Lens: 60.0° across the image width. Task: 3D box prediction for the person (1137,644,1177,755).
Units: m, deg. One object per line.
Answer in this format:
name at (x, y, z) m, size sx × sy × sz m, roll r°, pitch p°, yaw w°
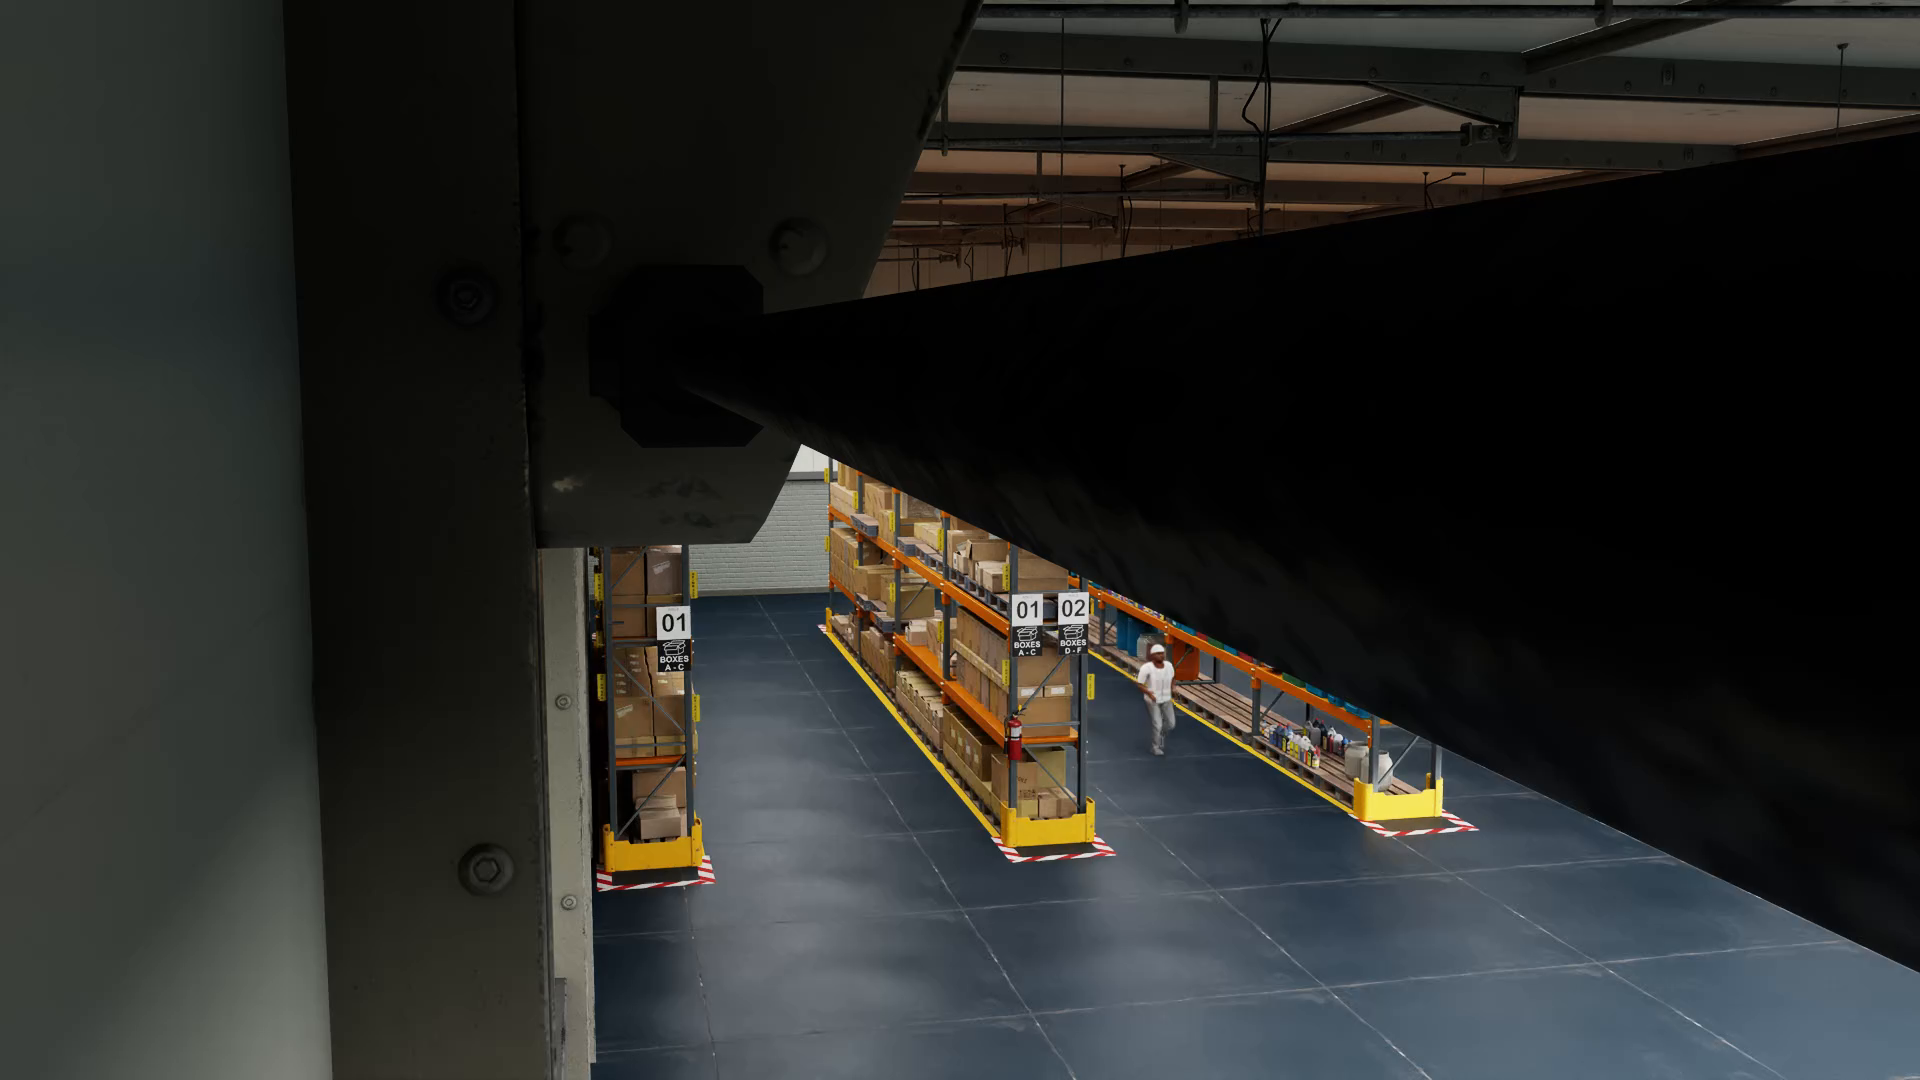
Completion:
person at (3.052, 2.450, 25.433) m, size 0.674 × 1.721 × 0.569 m, roll -2°, pitch 7°, yaw -19°
